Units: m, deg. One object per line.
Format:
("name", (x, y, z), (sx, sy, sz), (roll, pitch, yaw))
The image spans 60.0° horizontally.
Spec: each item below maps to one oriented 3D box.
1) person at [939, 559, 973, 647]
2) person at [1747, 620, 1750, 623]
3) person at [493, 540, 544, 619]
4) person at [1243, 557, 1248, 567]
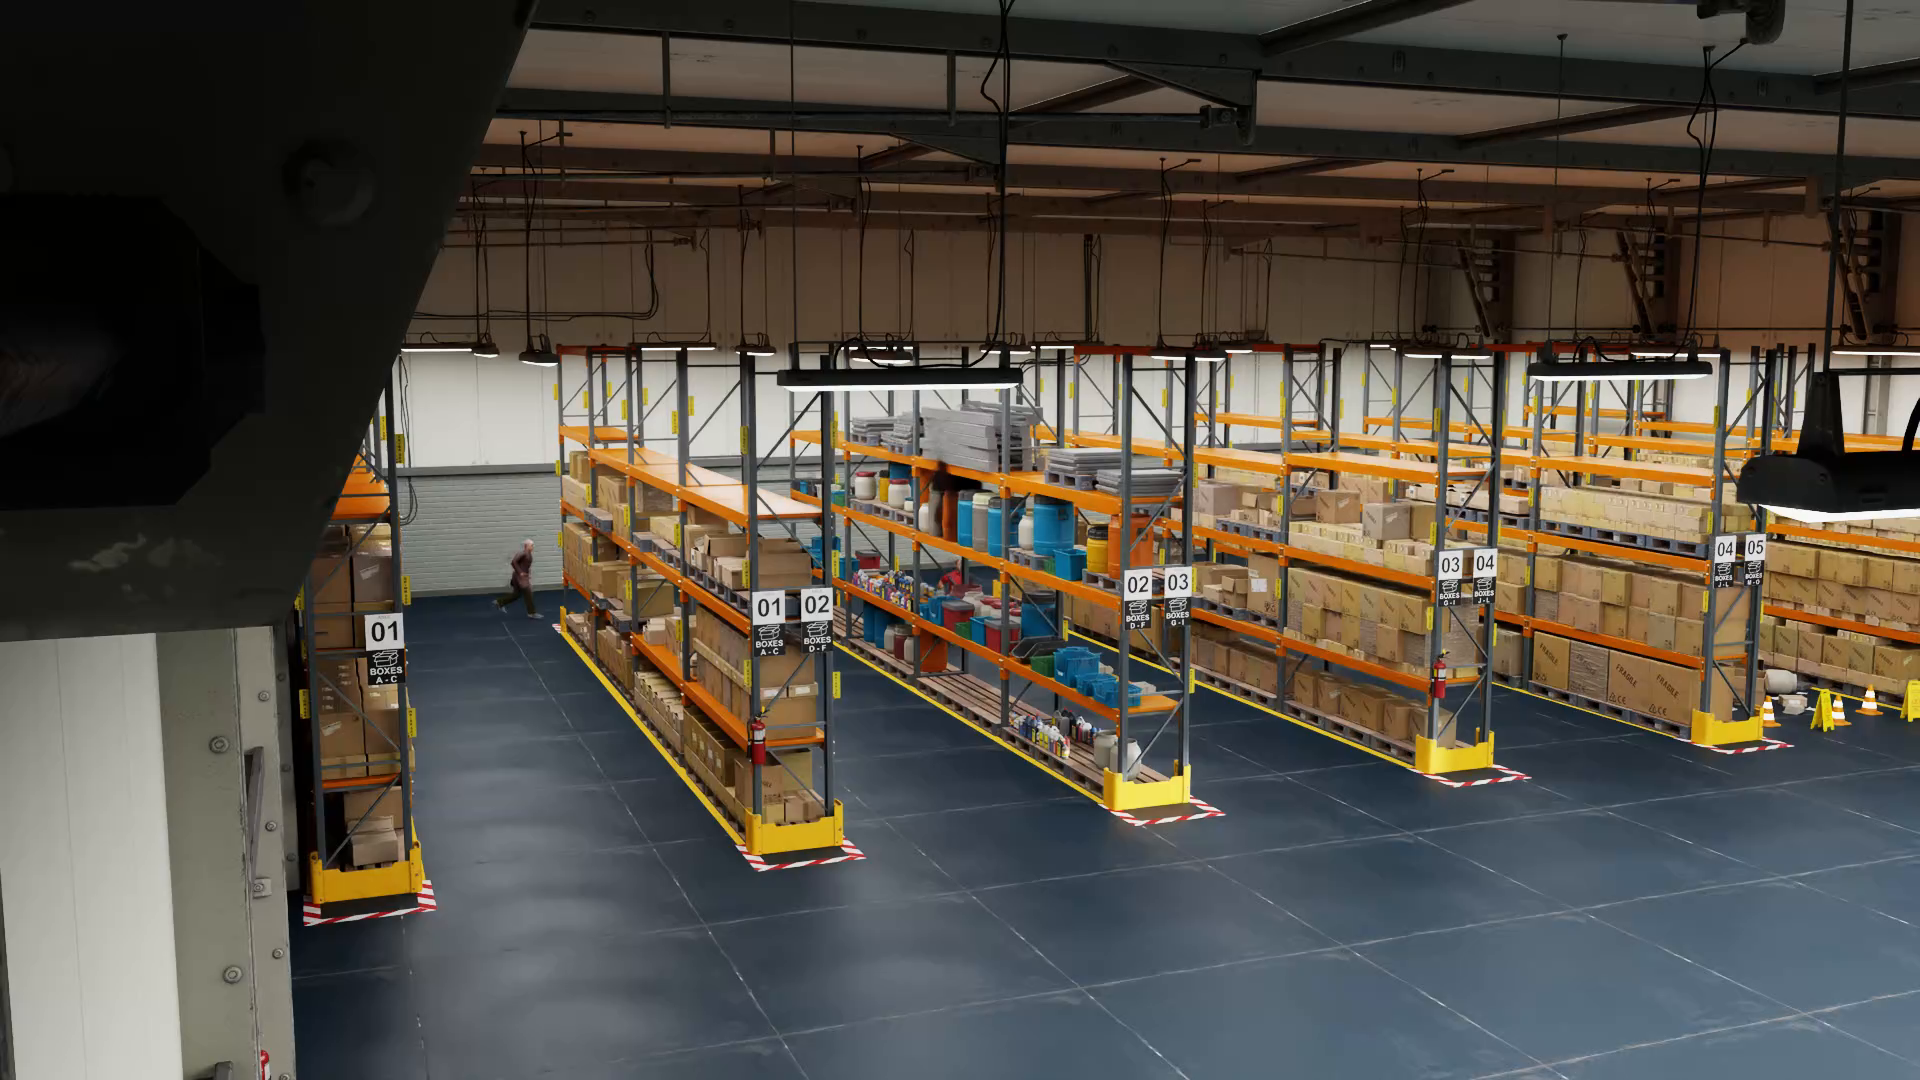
("person", (-0.007, 1.270, 33.278), (0.627, 1.762, 0.731), (-5, 9, -37))
("person", (15.865, 1.154, 33.613), (0.644, 1.752, 1.011), (-5, 9, -33))
("person", (-9.681, 0.861, 36.362), (1.108, 1.742, 0.701), (0, 7, 2))
("person", (7.554, 0.086, 42.637), (0.882, 1.664, 0.559), (-5, 9, -33))
